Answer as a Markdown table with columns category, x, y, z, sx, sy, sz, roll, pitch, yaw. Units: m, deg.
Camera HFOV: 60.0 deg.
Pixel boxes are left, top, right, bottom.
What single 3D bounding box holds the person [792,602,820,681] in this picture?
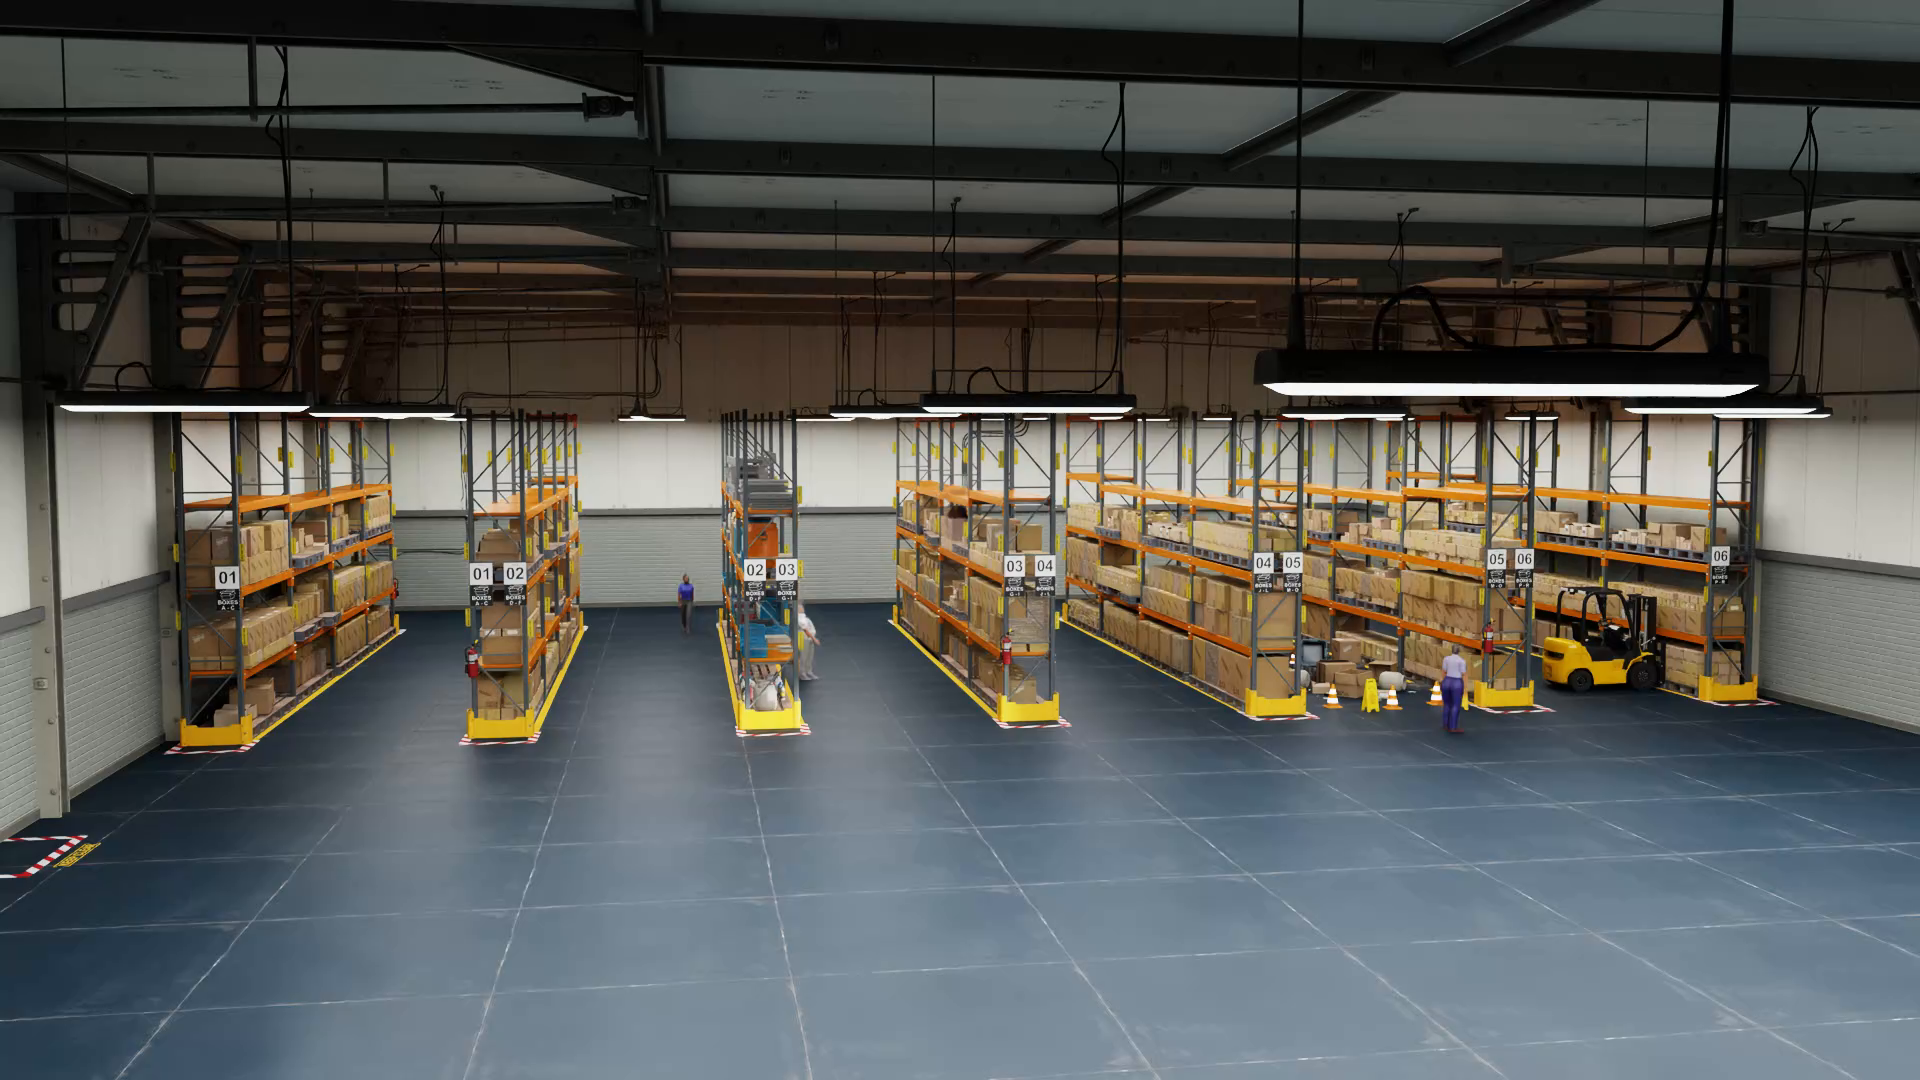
| category | x | y | z | sx | sy | sz | roll | pitch | yaw |
| --- | --- | --- | --- | --- | --- | --- | --- | --- | --- |
| person | -3.385 | 2.252 | 37.095 | 0.685 | 1.766 | 0.612 | 1 | 4 | 16 |

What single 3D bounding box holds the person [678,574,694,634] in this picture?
| category | x | y | z | sx | sy | sz | roll | pitch | yaw |
| --- | --- | --- | --- | --- | --- | --- | --- | --- | --- |
| person | -7.504 | 1.748 | 45.512 | 0.421 | 1.600 | 0.932 | 0 | 4 | -4 |

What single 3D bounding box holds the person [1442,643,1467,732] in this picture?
| category | x | y | z | sx | sy | sz | roll | pitch | yaw |
| --- | --- | --- | --- | --- | --- | --- | --- | --- | --- |
| person | 9.206 | 2.745 | 30.897 | 0.436 | 1.664 | 0.500 | -4 | 5 | -43 |
